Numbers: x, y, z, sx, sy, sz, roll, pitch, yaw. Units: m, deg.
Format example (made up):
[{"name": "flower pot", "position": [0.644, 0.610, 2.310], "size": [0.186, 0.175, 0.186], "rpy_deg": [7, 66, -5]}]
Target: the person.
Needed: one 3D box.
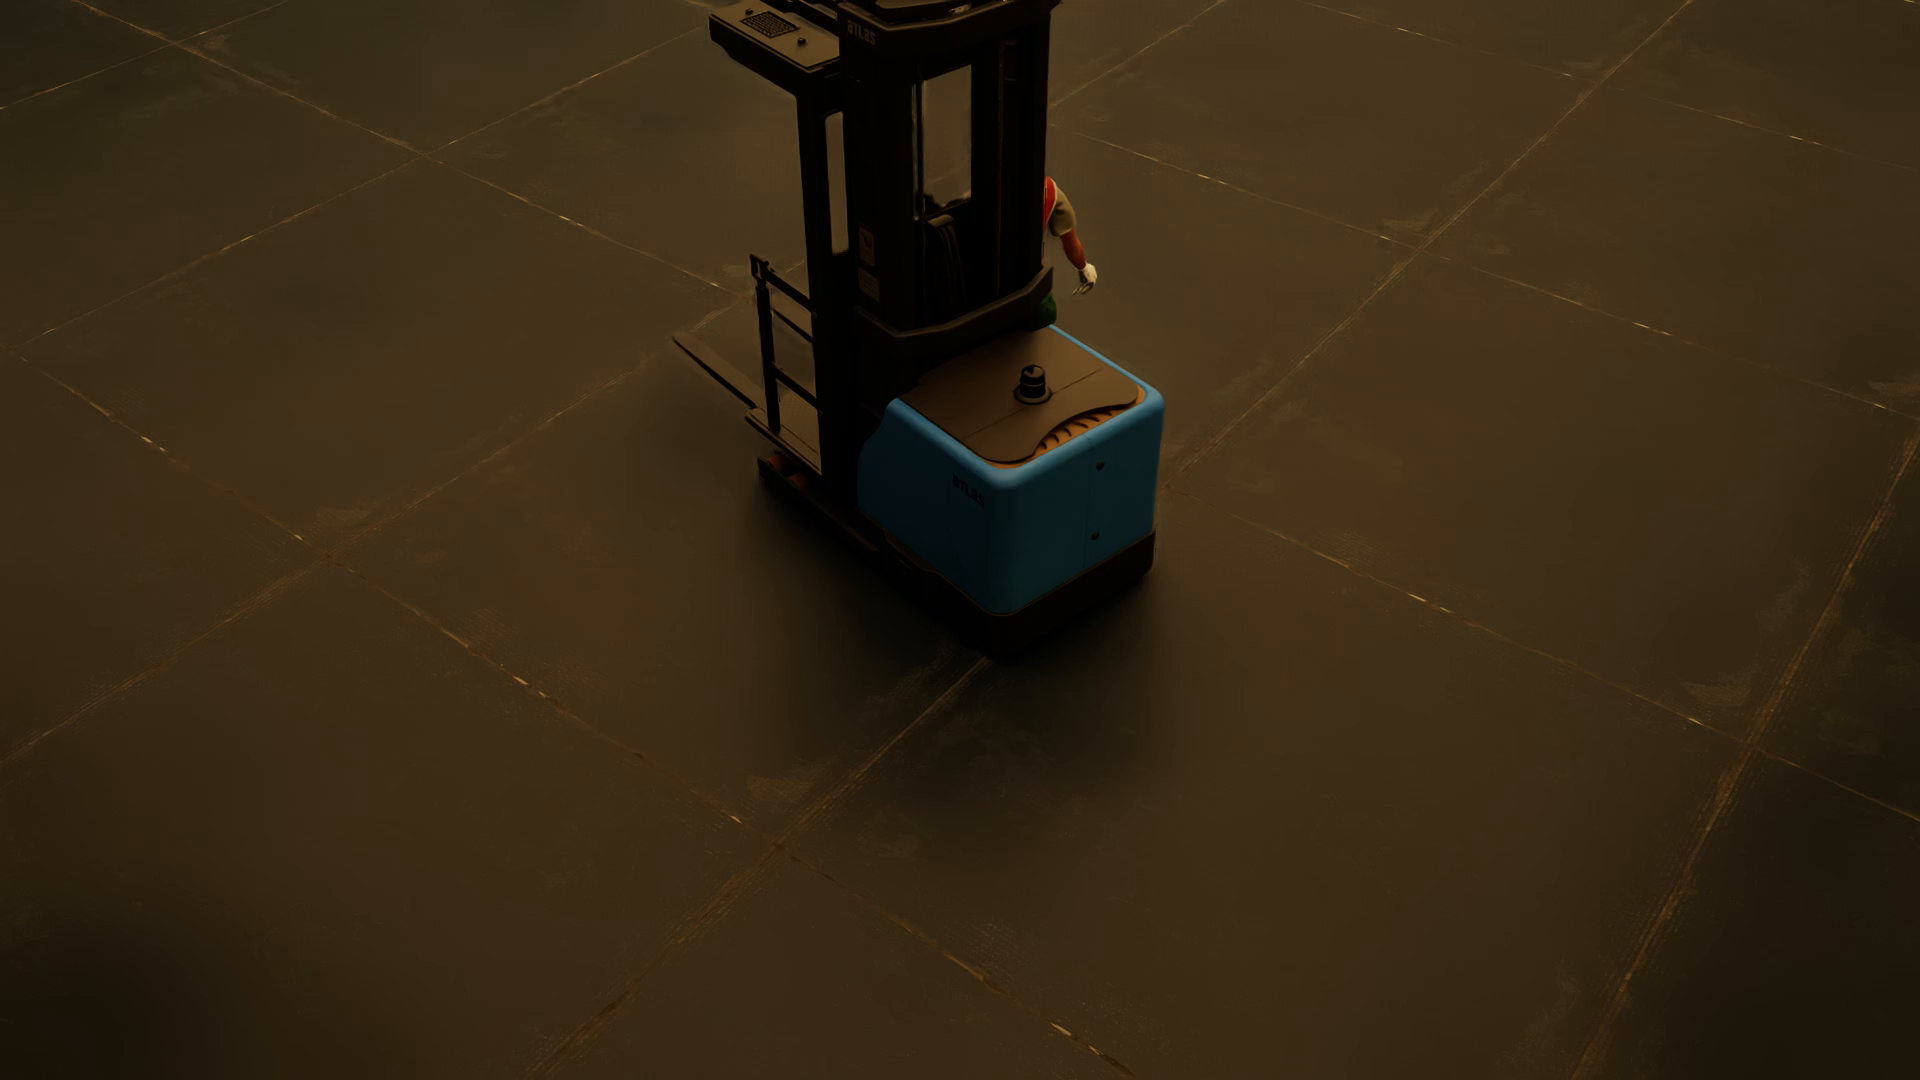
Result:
[{"name": "person", "position": [0.245, -1.363, 8.615], "size": [0.955, 1.734, 0.448], "rpy_deg": [-10, 41, -12]}]

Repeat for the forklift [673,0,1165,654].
[{"name": "forklift", "position": [-0.390, -1.481, 7.811], "size": [1.130, 2.935, 3.031], "rpy_deg": [-28, 48, -29]}]
